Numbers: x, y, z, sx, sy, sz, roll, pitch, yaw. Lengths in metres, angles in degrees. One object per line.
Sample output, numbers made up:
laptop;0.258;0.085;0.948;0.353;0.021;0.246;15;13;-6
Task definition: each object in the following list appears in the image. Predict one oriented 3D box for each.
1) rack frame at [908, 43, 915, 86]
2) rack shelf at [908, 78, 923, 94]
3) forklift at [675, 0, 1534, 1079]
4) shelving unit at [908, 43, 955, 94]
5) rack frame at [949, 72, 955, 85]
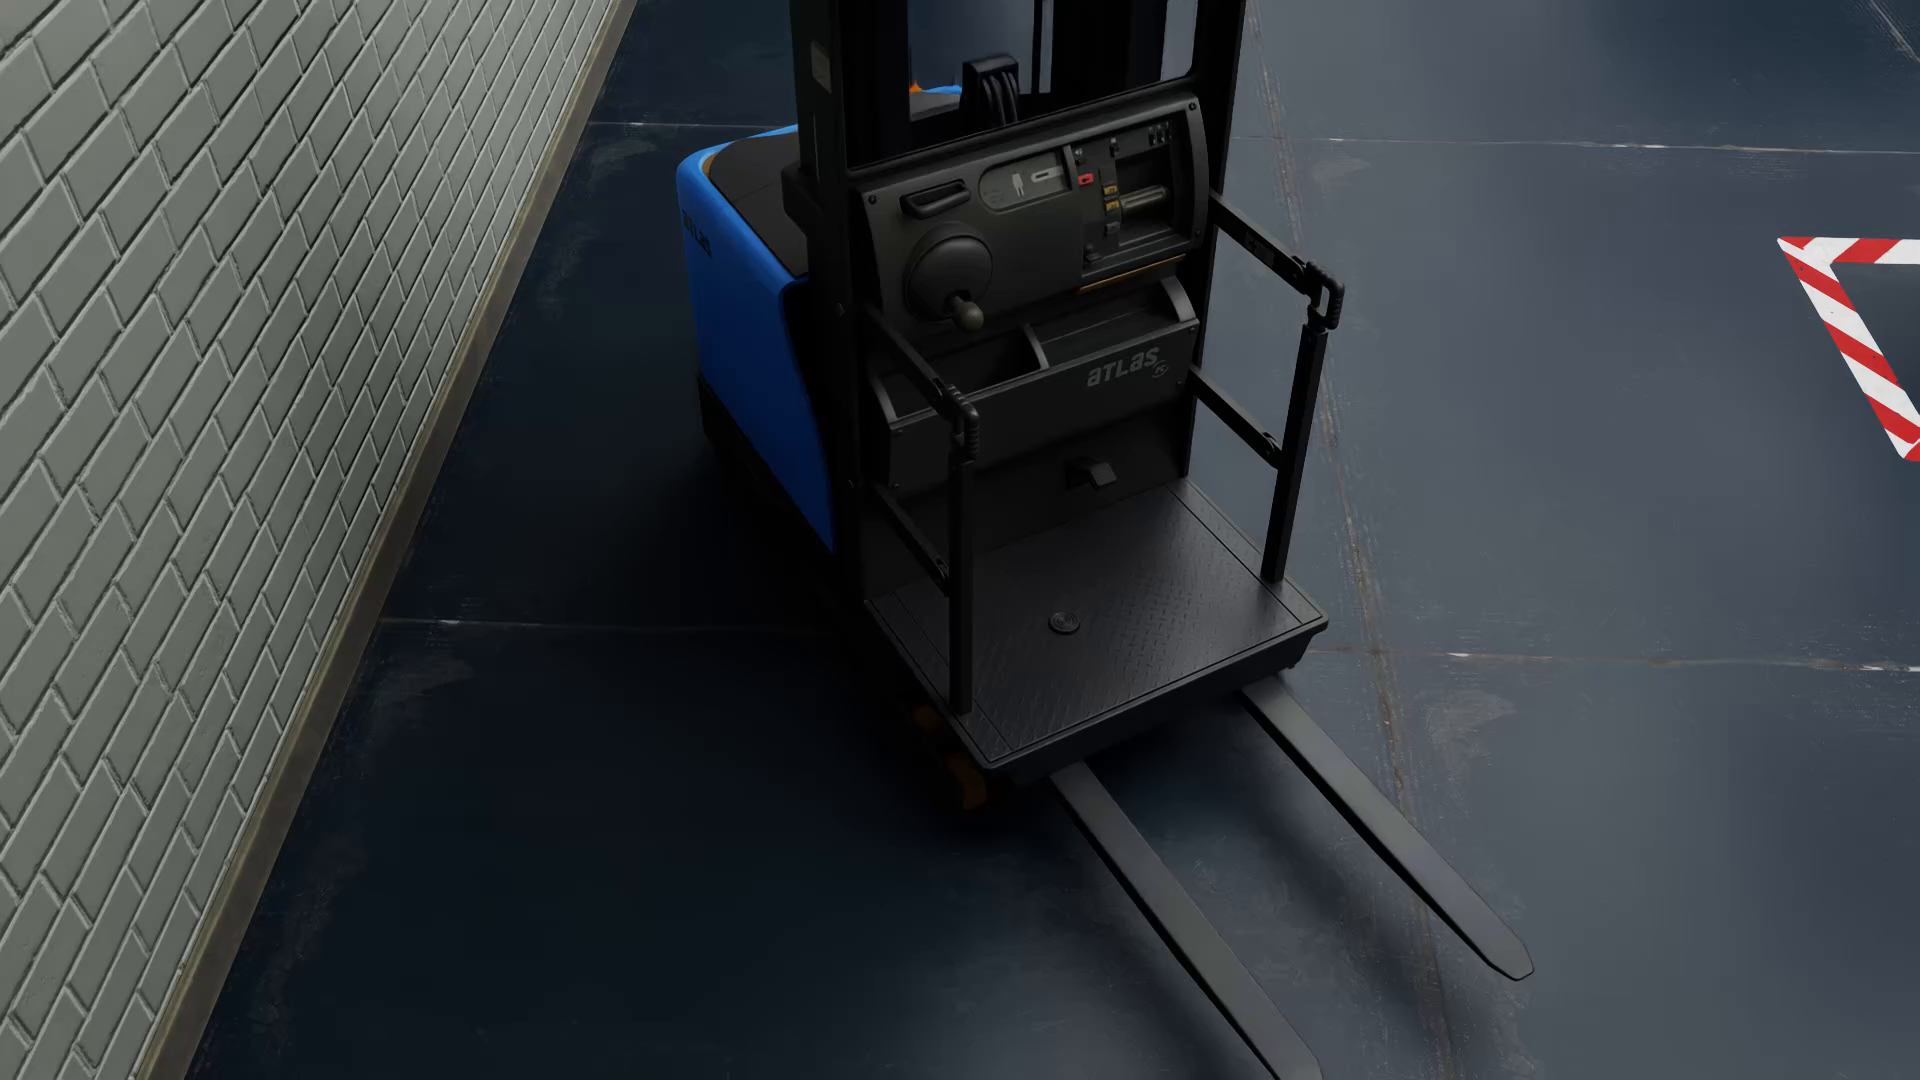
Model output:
rack frame;-0.235;-1.204;5.771;0.200;1.050;0.008;-24;47;-24
rack shelf;-0.168;-1.338;5.512;0.215;0.259;0.240;-24;47;-24
forklift;0.304;-0.702;3.853;1.130;2.935;3.031;-21;47;-21
shelving unit;-0.167;-1.136;5.696;0.215;1.050;0.252;-24;47;-24
rack frame;-0.099;-1.068;5.620;0.200;1.050;0.008;-24;47;-24
